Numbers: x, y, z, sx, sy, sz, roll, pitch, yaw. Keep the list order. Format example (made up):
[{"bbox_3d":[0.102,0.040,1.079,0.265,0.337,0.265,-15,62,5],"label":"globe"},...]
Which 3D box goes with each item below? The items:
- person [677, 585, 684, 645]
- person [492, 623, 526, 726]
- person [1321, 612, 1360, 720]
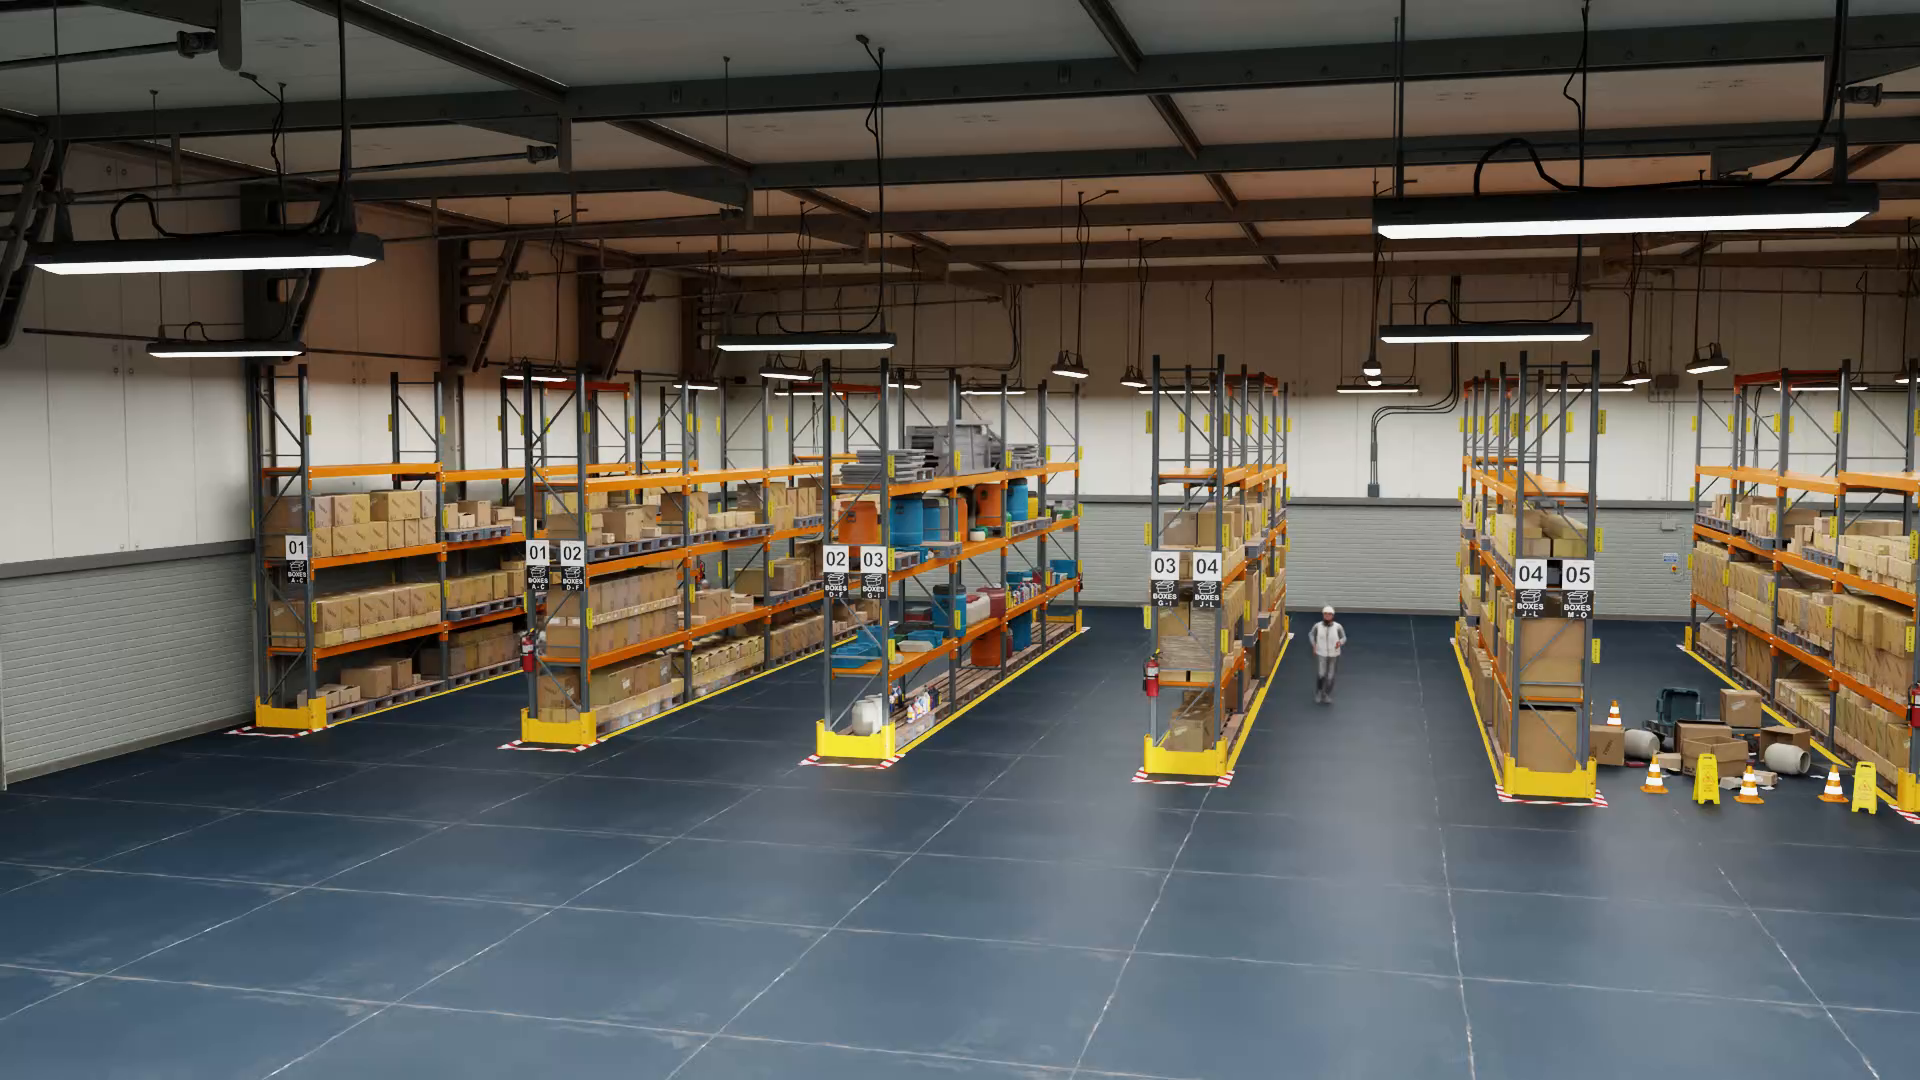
[{"bbox_3d":[-5.780,1.772,34.967,0.615,1.677,0.914,1,4,17],"label":"person"},{"bbox_3d":[-7.615,2.230,28.041,0.584,1.715,0.875,1,4,13],"label":"person"},{"bbox_3d":[6.557,2.138,28.683,0.665,1.806,0.953,1,4,9],"label":"person"}]
